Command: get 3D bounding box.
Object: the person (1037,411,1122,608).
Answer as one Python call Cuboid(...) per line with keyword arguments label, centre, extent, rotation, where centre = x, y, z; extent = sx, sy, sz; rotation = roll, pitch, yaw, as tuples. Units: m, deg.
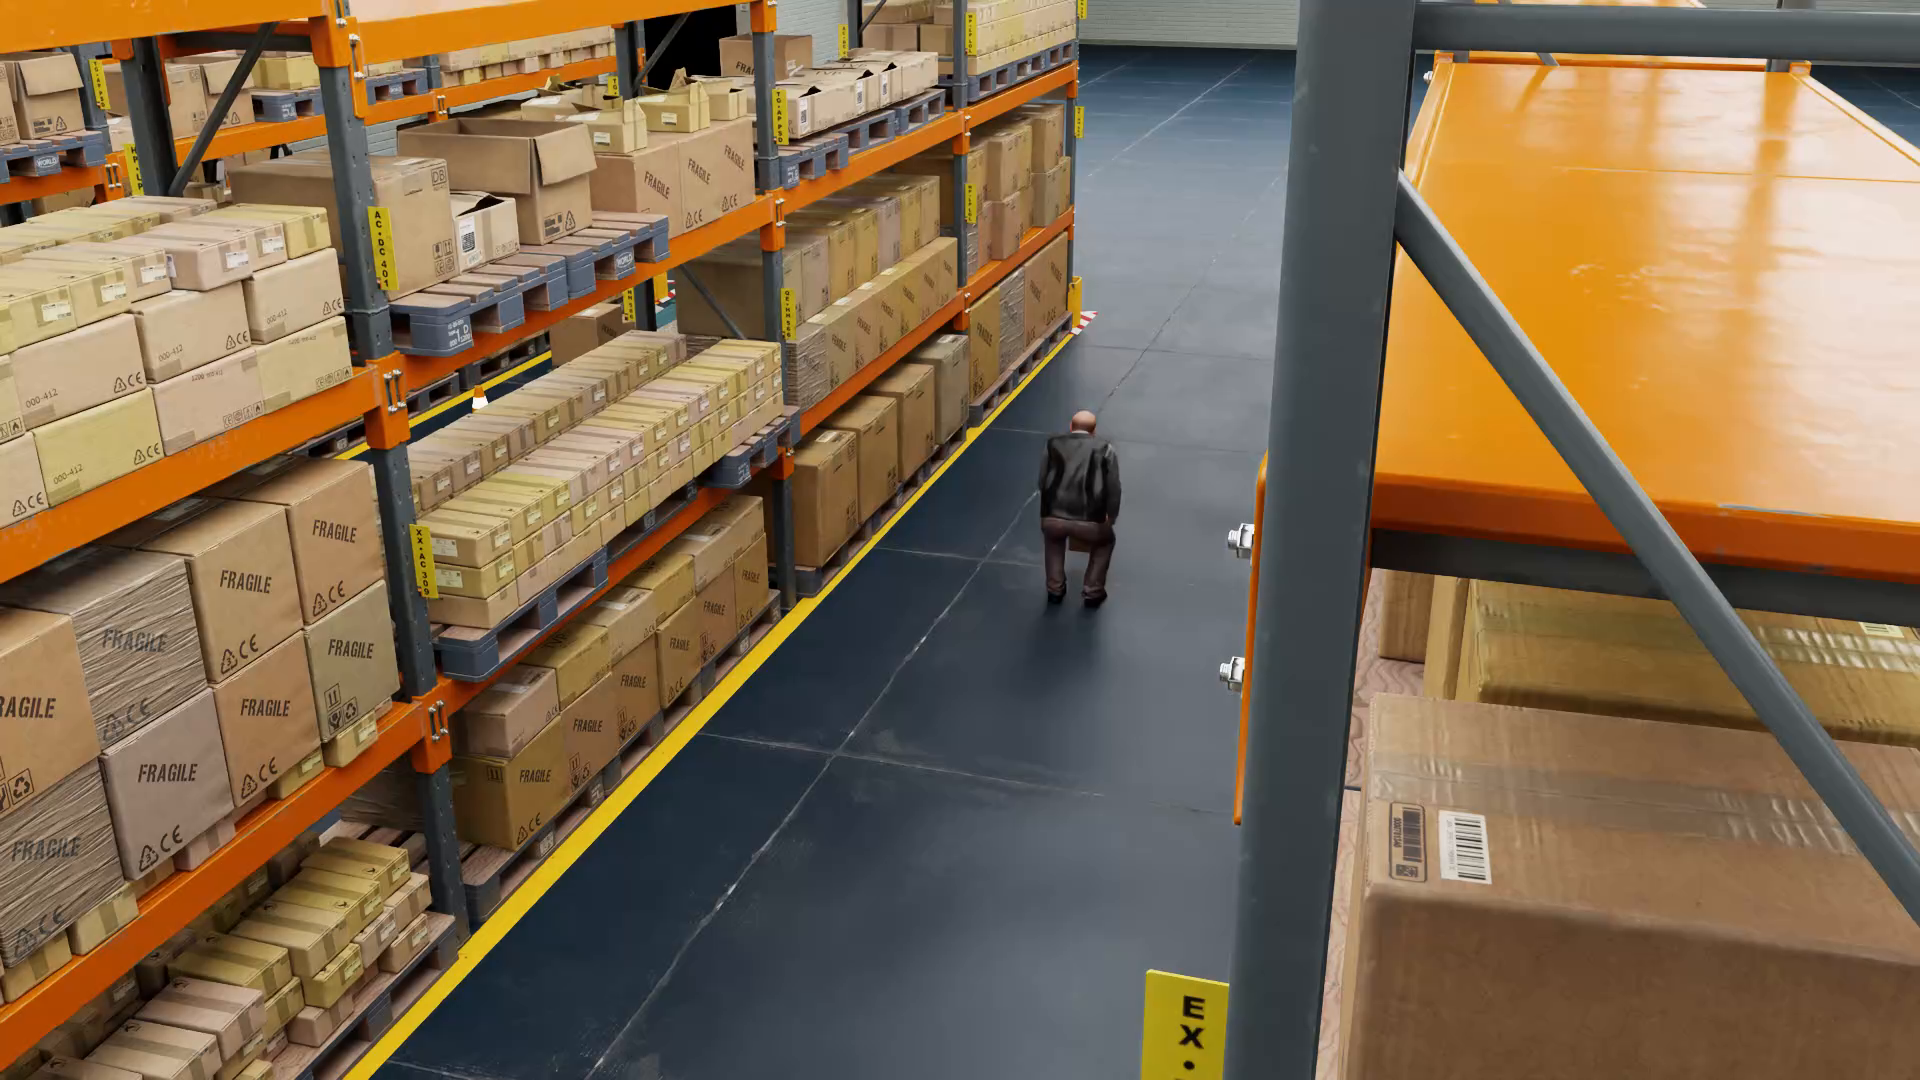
Cuboid(label="person", centre=(0.773, -0.198, 11.282), extent=(0.583, 1.232, 0.789), rotation=(6, 23, 16))
